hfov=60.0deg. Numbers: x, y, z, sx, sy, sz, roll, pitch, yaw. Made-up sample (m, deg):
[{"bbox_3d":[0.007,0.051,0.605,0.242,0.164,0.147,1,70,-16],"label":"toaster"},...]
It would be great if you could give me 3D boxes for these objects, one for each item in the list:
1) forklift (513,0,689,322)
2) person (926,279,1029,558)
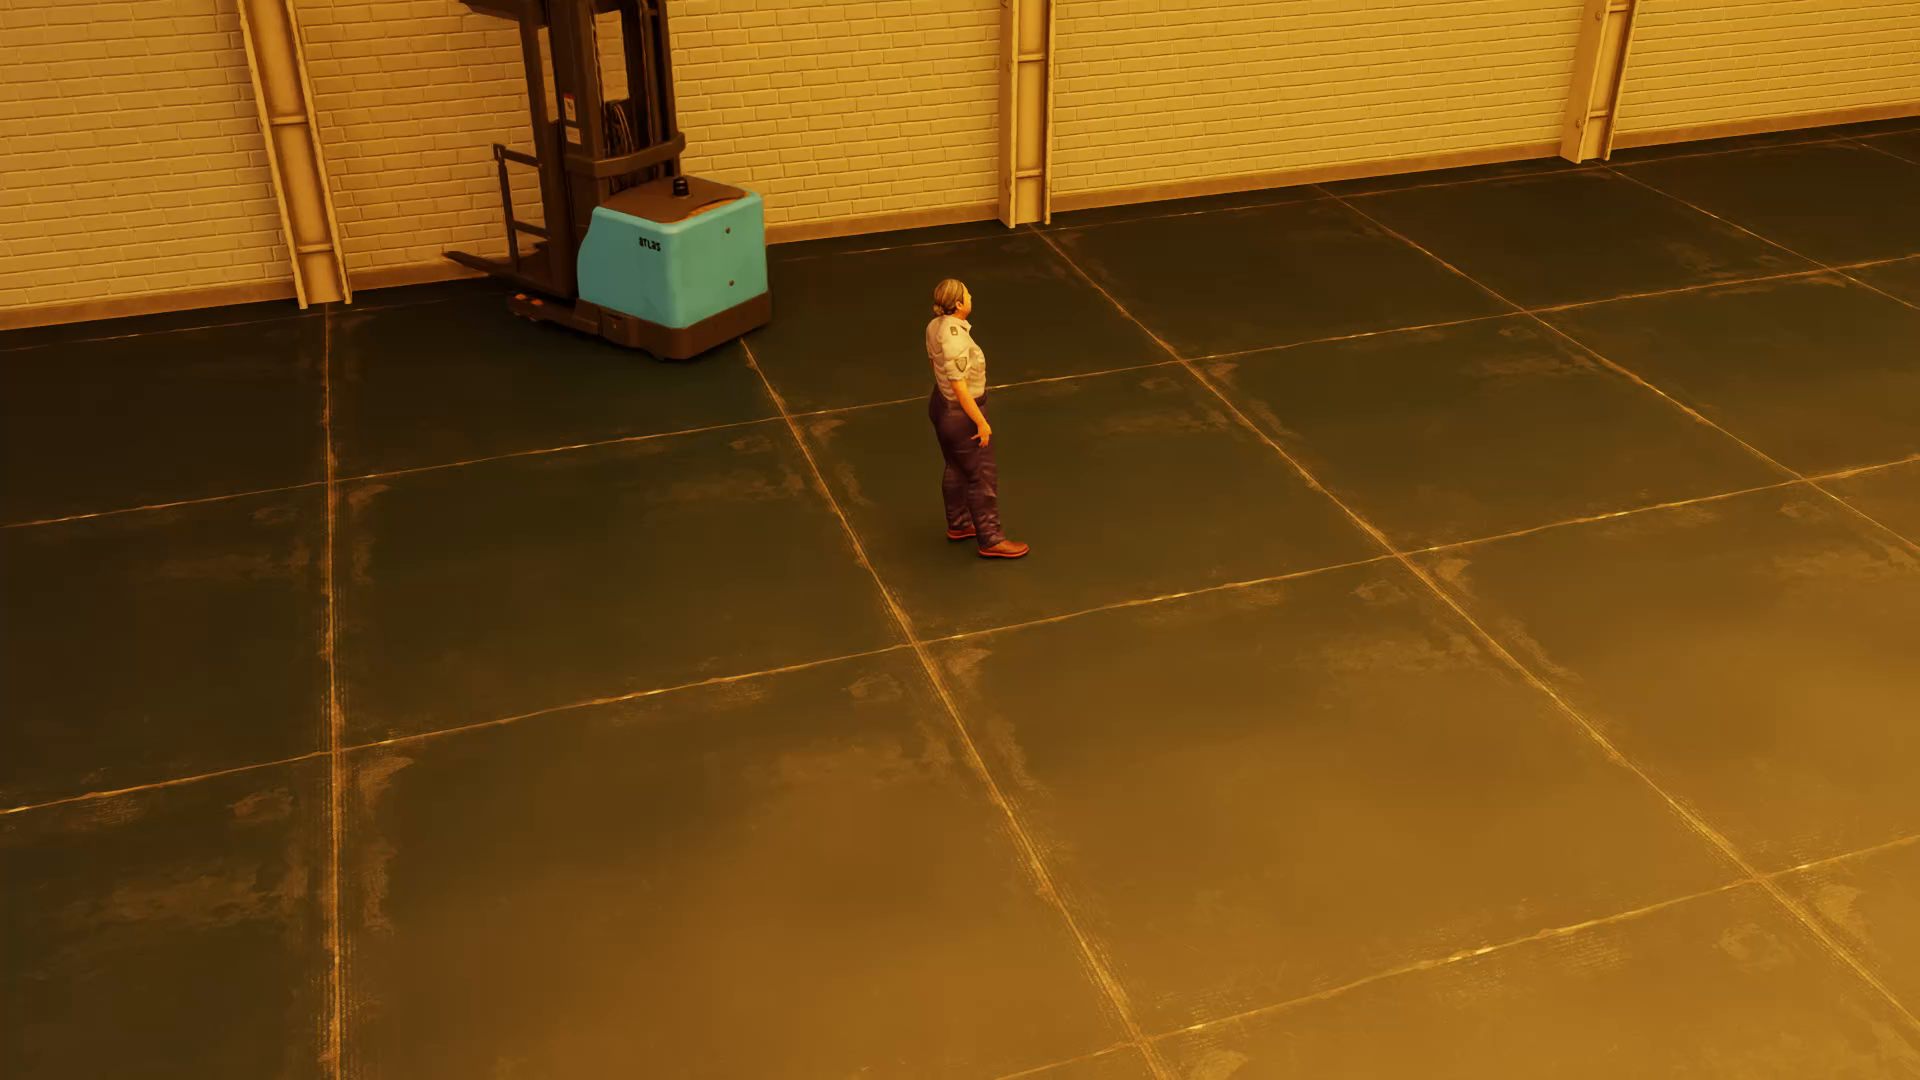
[{"bbox_3d":[-2.936,-3.168,12.593,3.031,2.935,1.121,20,36,31],"label":"forklift"},{"bbox_3d":[0.093,-0.723,9.617,0.502,1.651,0.598,-10,31,-16],"label":"person"}]
